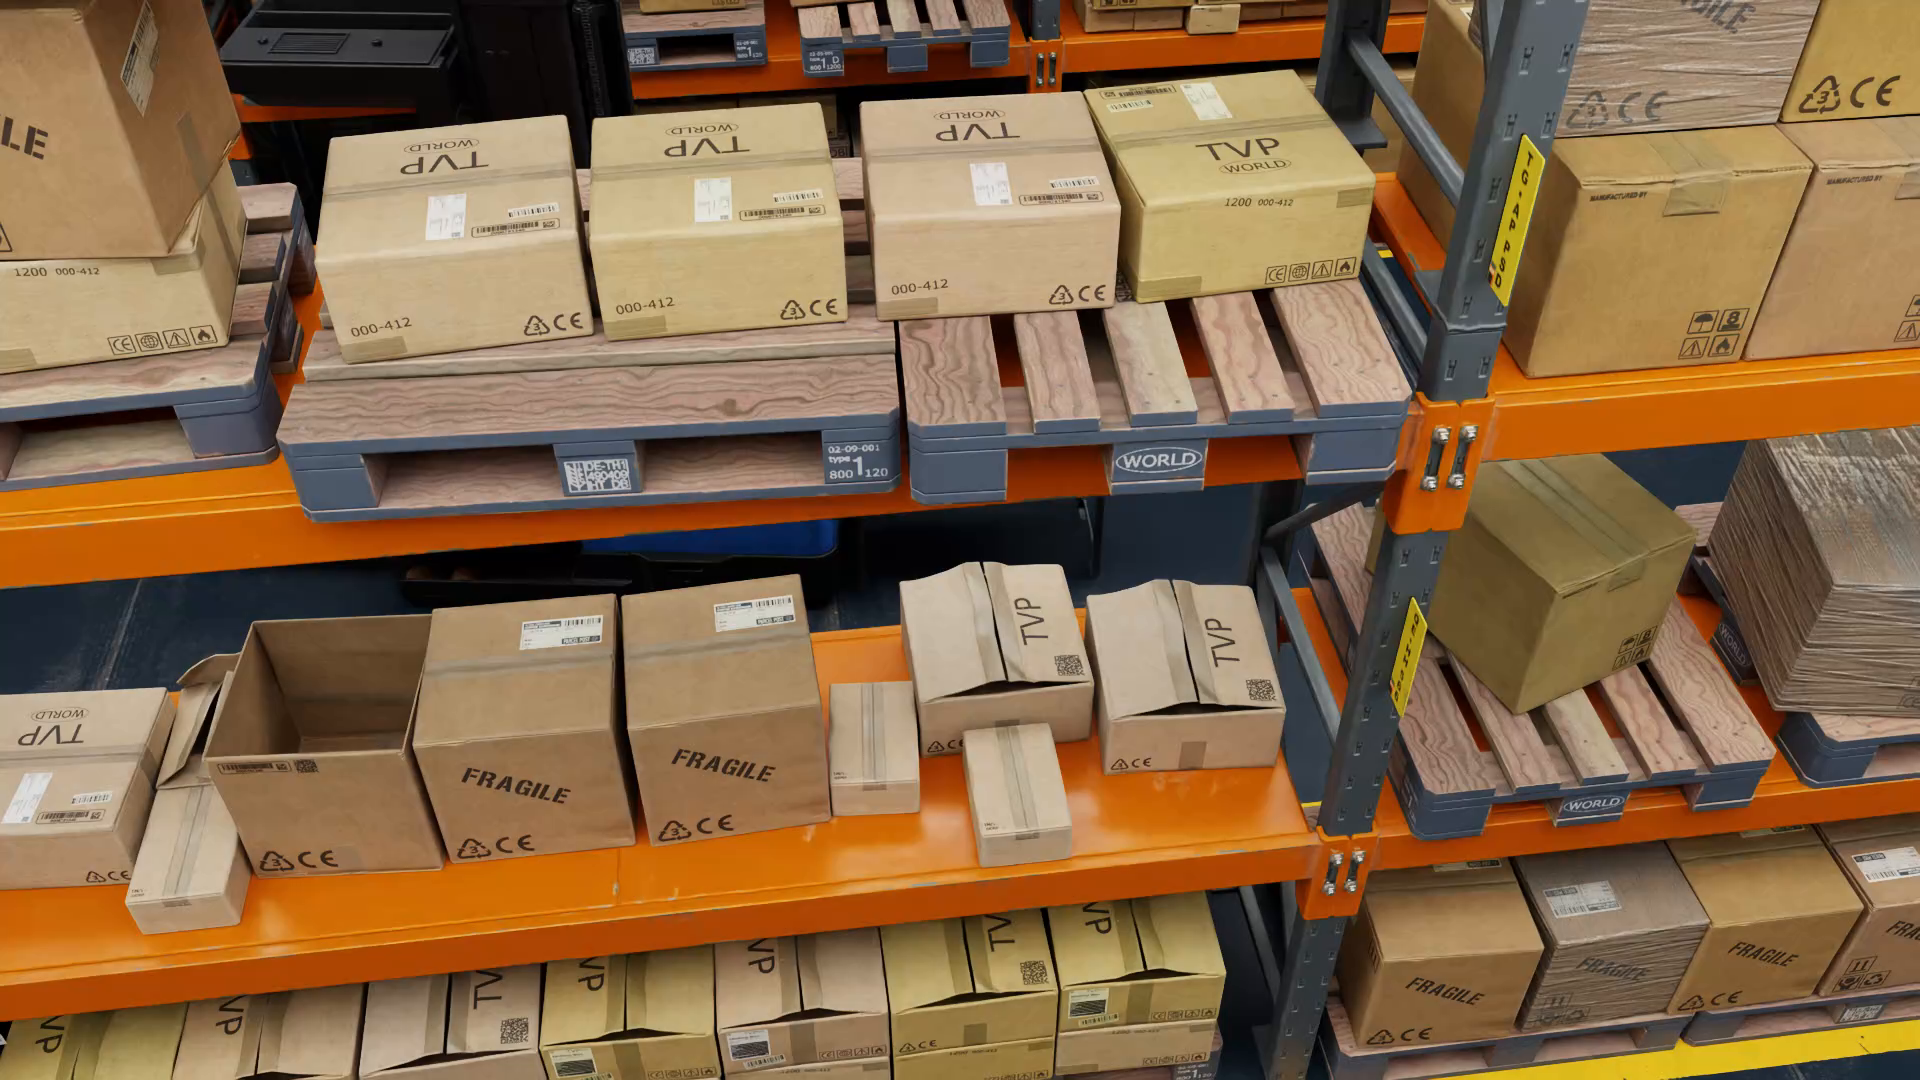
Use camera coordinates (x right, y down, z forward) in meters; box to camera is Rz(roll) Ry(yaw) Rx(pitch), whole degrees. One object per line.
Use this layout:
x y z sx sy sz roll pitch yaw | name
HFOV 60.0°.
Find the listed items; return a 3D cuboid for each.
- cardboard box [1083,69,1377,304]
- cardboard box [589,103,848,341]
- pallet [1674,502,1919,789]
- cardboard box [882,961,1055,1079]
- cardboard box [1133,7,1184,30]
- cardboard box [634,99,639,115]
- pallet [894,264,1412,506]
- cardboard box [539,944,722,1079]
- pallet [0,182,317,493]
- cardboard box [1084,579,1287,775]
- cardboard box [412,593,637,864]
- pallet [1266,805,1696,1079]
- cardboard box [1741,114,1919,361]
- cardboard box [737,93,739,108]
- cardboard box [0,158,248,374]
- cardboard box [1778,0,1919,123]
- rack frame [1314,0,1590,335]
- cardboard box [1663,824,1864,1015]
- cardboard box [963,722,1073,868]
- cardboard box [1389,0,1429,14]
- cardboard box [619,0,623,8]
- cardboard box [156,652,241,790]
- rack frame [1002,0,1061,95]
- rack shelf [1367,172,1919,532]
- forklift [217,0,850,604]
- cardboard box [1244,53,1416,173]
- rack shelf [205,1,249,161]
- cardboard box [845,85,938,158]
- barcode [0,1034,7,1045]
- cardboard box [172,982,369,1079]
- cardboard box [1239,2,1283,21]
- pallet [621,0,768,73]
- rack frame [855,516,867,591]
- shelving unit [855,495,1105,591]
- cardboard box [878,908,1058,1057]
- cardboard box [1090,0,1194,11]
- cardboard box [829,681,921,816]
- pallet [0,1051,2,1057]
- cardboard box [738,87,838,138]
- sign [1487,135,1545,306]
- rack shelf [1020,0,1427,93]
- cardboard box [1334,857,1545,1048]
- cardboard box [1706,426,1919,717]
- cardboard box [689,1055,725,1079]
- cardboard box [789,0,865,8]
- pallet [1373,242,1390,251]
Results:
0.569 -0.787 3.657 0.500 0.250 0.500 -8 43 -9 | cardboard box
-0.517 -0.687 3.546 0.500 0.250 0.500 -6 42 -6 | cardboard box
2.939 0.250 5.092 1.213 0.211 1.003 -5 42 -6 | pallet
0.011 1.471 5.335 0.500 0.250 0.500 -5 42 -6 | cardboard box
0.973 -2.744 8.440 0.250 0.149 0.380 -4 42 -5 | cardboard box
-1.922 -2.268 8.718 0.500 0.250 0.500 -6 42 -7 | cardboard box
0.350 -0.575 3.764 1.003 0.211 1.213 -3 42 -4 | pallet
-0.989 1.350 5.049 0.500 0.311 0.500 -4 42 -4 | cardboard box
-2.082 -0.430 3.606 1.217 0.209 0.805 -7 42 -7 | pallet
0.645 0.386 4.864 0.500 0.311 0.500 -3 42 -3 | cardboard box
-1.172 0.516 4.579 0.500 0.500 0.500 -5 42 -5 | cardboard box
1.757 1.346 5.815 1.213 0.211 1.003 -5 42 -6 | pallet
1.945 -0.905 3.915 0.500 0.500 0.910 -5 42 -6 | cardboard box
-1.357 -2.047 9.033 0.500 0.500 0.700 -5 42 -6 | cardboard box
-1.798 -0.613 3.464 0.500 0.250 0.500 -9 43 -10 | cardboard box
1.950 -1.250 3.550 0.500 0.500 0.500 -5 42 -6 | cardboard box
1.011 -1.877 2.827 0.127 3.000 1.000 -5 42 -6 | rack frame
2.516 1.176 5.459 0.500 0.500 0.500 -6 42 -6 | cardboard box
0.155 0.706 4.631 0.250 0.149 0.380 -5 42 -6 | cardboard box
2.241 -2.868 8.578 0.250 0.149 0.380 -5 42 -5 | cardboard box
-1.888 -2.935 8.077 0.500 0.500 0.700 0 42 0 | cardboard box
-2.107 0.550 4.717 0.258 0.266 0.396 -6 42 -7 | cardboard box
0.365 -2.939 8.484 0.127 3.000 1.000 -5 42 -6 | rack frame
2.994 -0.670 4.266 4.000 0.370 1.077 -5 42 -6 | rack shelf
-2.007 -1.165 6.568 3.031 2.935 1.130 1 42 1 | forklift
1.981 -2.345 9.117 0.750 0.750 0.750 -5 42 -6 | cardboard box
-5.584 -2.151 8.147 4.000 0.370 1.077 -5 42 -6 | rack shelf
-0.342 -2.077 9.066 0.500 0.500 0.700 -4 42 -5 | cardboard box
-2.648 1.361 4.538 0.075 0.075 0.001 -5 42 -6 | barcode
-2.016 1.444 4.945 0.500 0.311 0.500 -5 42 -6 | cardboard box
1.481 -2.814 8.518 0.250 0.149 0.380 -5 42 -6 | cardboard box
-1.592 -2.669 8.327 1.213 0.211 1.003 -5 42 -6 | pallet
-0.440 -0.503 6.903 0.032 1.500 0.500 -3 42 -3 | rack frame
0.067 -0.529 6.931 1.048 1.500 0.538 -3 42 -3 | shelving unit
0.009 1.266 5.143 0.500 0.311 0.500 -6 42 -6 | cardboard box
0.880 -2.966 8.202 0.500 0.500 0.500 -4 42 -4 | cardboard box
-0.246 0.592 4.757 0.250 0.149 0.380 -2 42 -2 | cardboard box
-3.749 1.775 5.340 1.213 0.211 1.003 -5 42 -6 | pallet
-0.915 -2.347 8.806 0.500 0.250 0.500 -4 42 -5 | cardboard box
1.075 -0.615 3.223 0.005 0.325 0.100 -5 42 -6 | sign
2.348 -2.845 8.917 4.000 0.370 1.077 -5 42 -6 | rack shelf
1.500 1.266 5.360 0.500 0.500 0.500 -3 42 -4 | cardboard box
2.553 0.076 4.754 0.500 0.500 0.700 2 42 3 | cardboard box
-0.998 1.559 5.237 0.500 0.250 0.500 -4 42 -5 | cardboard box
-0.650 -3.025 8.177 0.500 0.500 0.700 -9 43 -10 | cardboard box
2.364 -2.026 9.553 1.213 0.211 1.003 -5 42 -6 | pallet
